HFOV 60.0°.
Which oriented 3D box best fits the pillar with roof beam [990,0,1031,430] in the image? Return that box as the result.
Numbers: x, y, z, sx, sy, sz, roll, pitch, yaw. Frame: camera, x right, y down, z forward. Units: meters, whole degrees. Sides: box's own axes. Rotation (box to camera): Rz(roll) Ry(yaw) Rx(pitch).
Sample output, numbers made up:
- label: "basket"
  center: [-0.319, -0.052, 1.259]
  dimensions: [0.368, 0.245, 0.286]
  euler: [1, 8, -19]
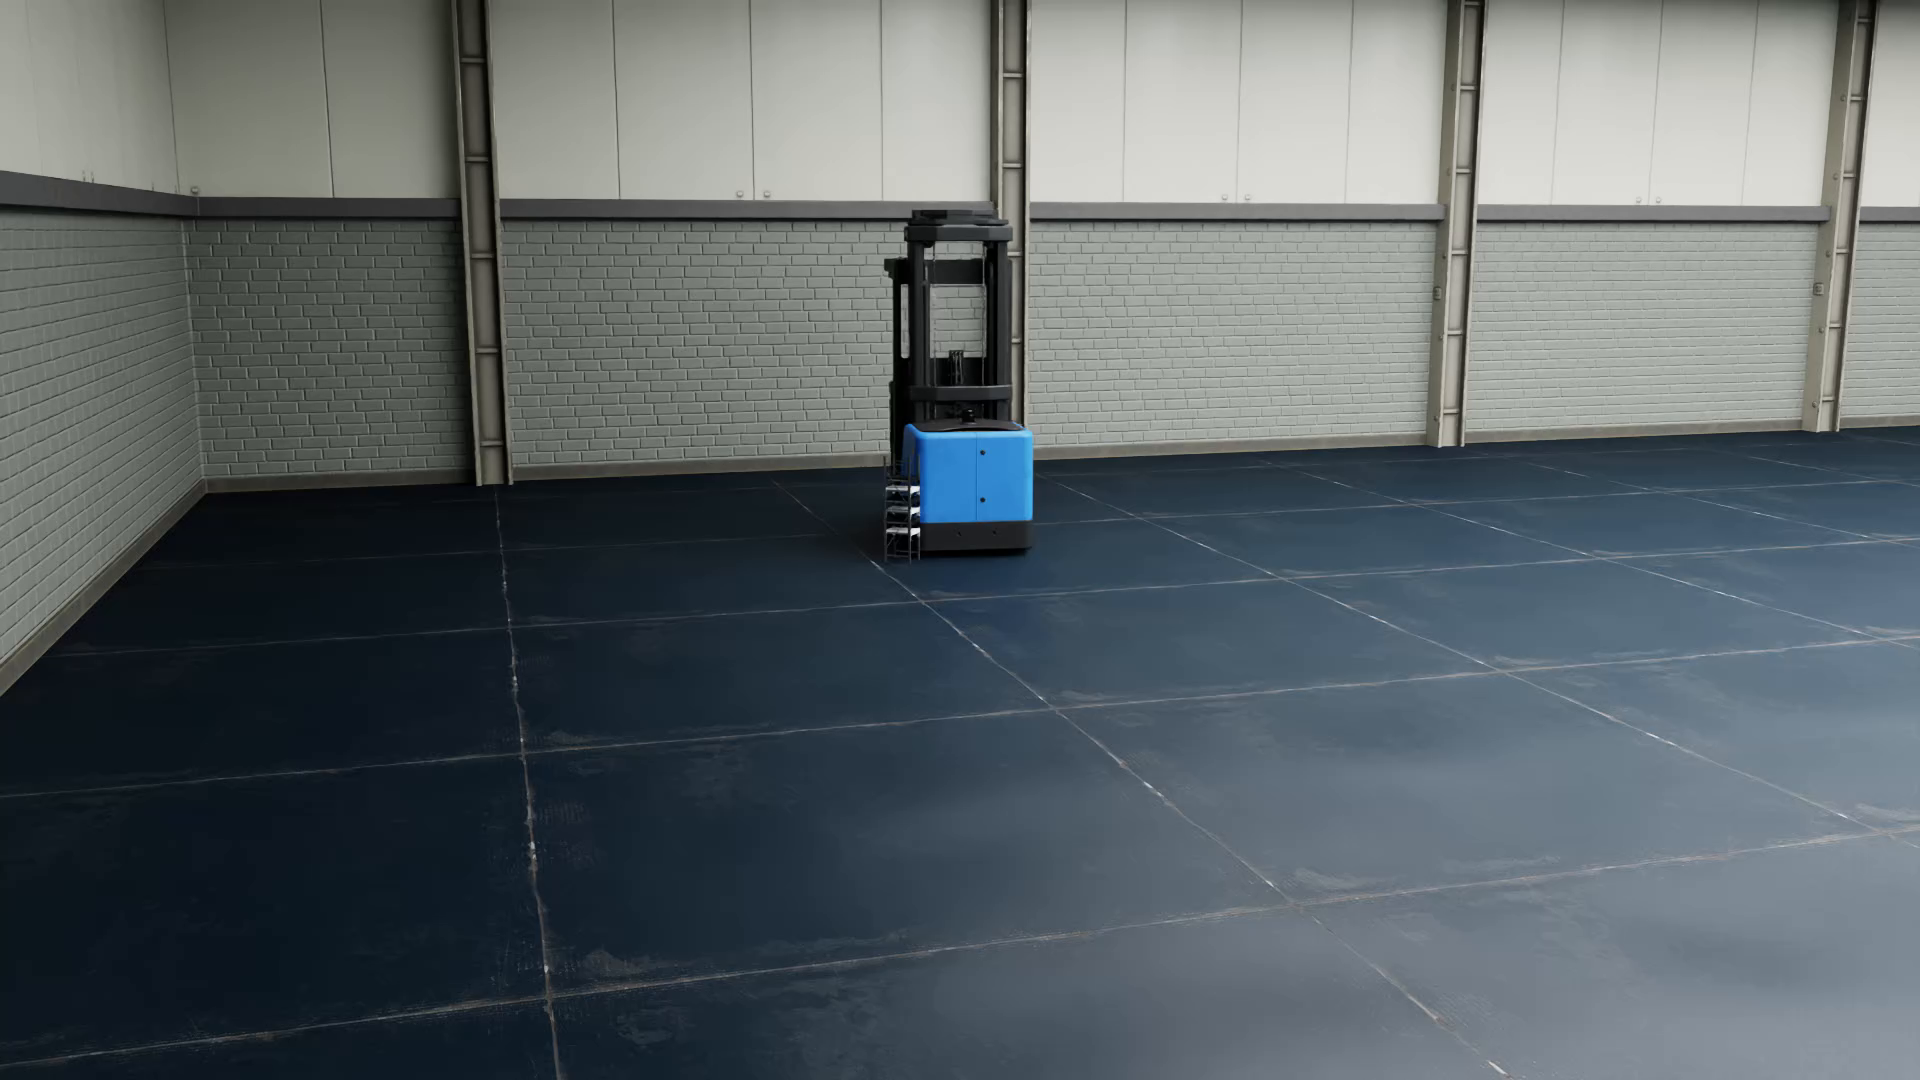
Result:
- label: "pillar with roof beam"
  center: [1.791, -4.613, 15.250]
  dimensions: [0.400, 9.000, 9.100]
  euler: [-3, 11, -16]

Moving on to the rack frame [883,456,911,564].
- label: "rack frame"
  center: [-0.526, -0.249, 13.913]
  dimensions: [0.240, 0.900, 0.006]
  euler: [4, 11, 20]

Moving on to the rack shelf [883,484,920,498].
- label: "rack shelf"
  center: [-0.491, -0.411, 13.981]
  dimensions: [0.258, 0.077, 0.200]
  euler: [4, 11, 20]

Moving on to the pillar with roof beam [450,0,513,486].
- label: "pillar with roof beam"
  center: [-3.970, -4.309, 13.601]
  dimensions: [0.400, 9.000, 9.100]
  euler: [-3, 11, -16]

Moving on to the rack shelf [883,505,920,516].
- label: "rack shelf"
  center: [-0.491, -0.233, 14.013]
  dimensions: [0.258, 0.077, 0.200]
  euler: [4, 11, 20]

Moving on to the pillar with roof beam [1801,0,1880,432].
- label: "pillar with roof beam"
  center: [13.313, -5.220, 18.548]
  dimensions: [0.400, 9.000, 9.100]
  euler: [-3, 11, -16]

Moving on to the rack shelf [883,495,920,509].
- label: "rack shelf"
  center: [-0.491, -0.322, 13.997]
  dimensions: [0.258, 0.077, 0.200]
  euler: [4, 11, 20]

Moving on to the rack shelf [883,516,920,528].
- label: "rack shelf"
  center: [-0.491, -0.145, 14.029]
  dimensions: [0.258, 0.077, 0.200]
  euler: [4, 11, 20]

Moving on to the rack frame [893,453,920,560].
- label: "rack frame"
  center: [-0.455, -0.283, 14.101]
  dimensions: [0.240, 0.900, 0.006]
  euler: [4, 11, 20]

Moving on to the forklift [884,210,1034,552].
- label: "forklift"
  center: [-0.111, -1.560, 15.425]
  dimensions: [1.130, 2.935, 3.031]
  euler: [-2, 11, -9]

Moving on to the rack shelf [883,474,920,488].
- label: "rack shelf"
  center: [-0.491, -0.499, 13.964]
  dimensions: [0.258, 0.077, 0.200]
  euler: [4, 11, 20]

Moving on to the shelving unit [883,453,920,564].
- label: "shelving unit"
  center: [-0.491, -0.266, 14.007]
  dimensions: [0.258, 0.900, 0.210]
  euler: [4, 11, 20]

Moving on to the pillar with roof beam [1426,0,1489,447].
- label: "pillar with roof beam"
  center: [7.552, -4.917, 16.899]
  dimensions: [0.400, 9.000, 9.100]
  euler: [-3, 11, -16]

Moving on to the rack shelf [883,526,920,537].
- label: "rack shelf"
  center: [-0.491, -0.056, 14.046]
  dimensions: [0.258, 0.077, 0.200]
  euler: [4, 11, 20]
